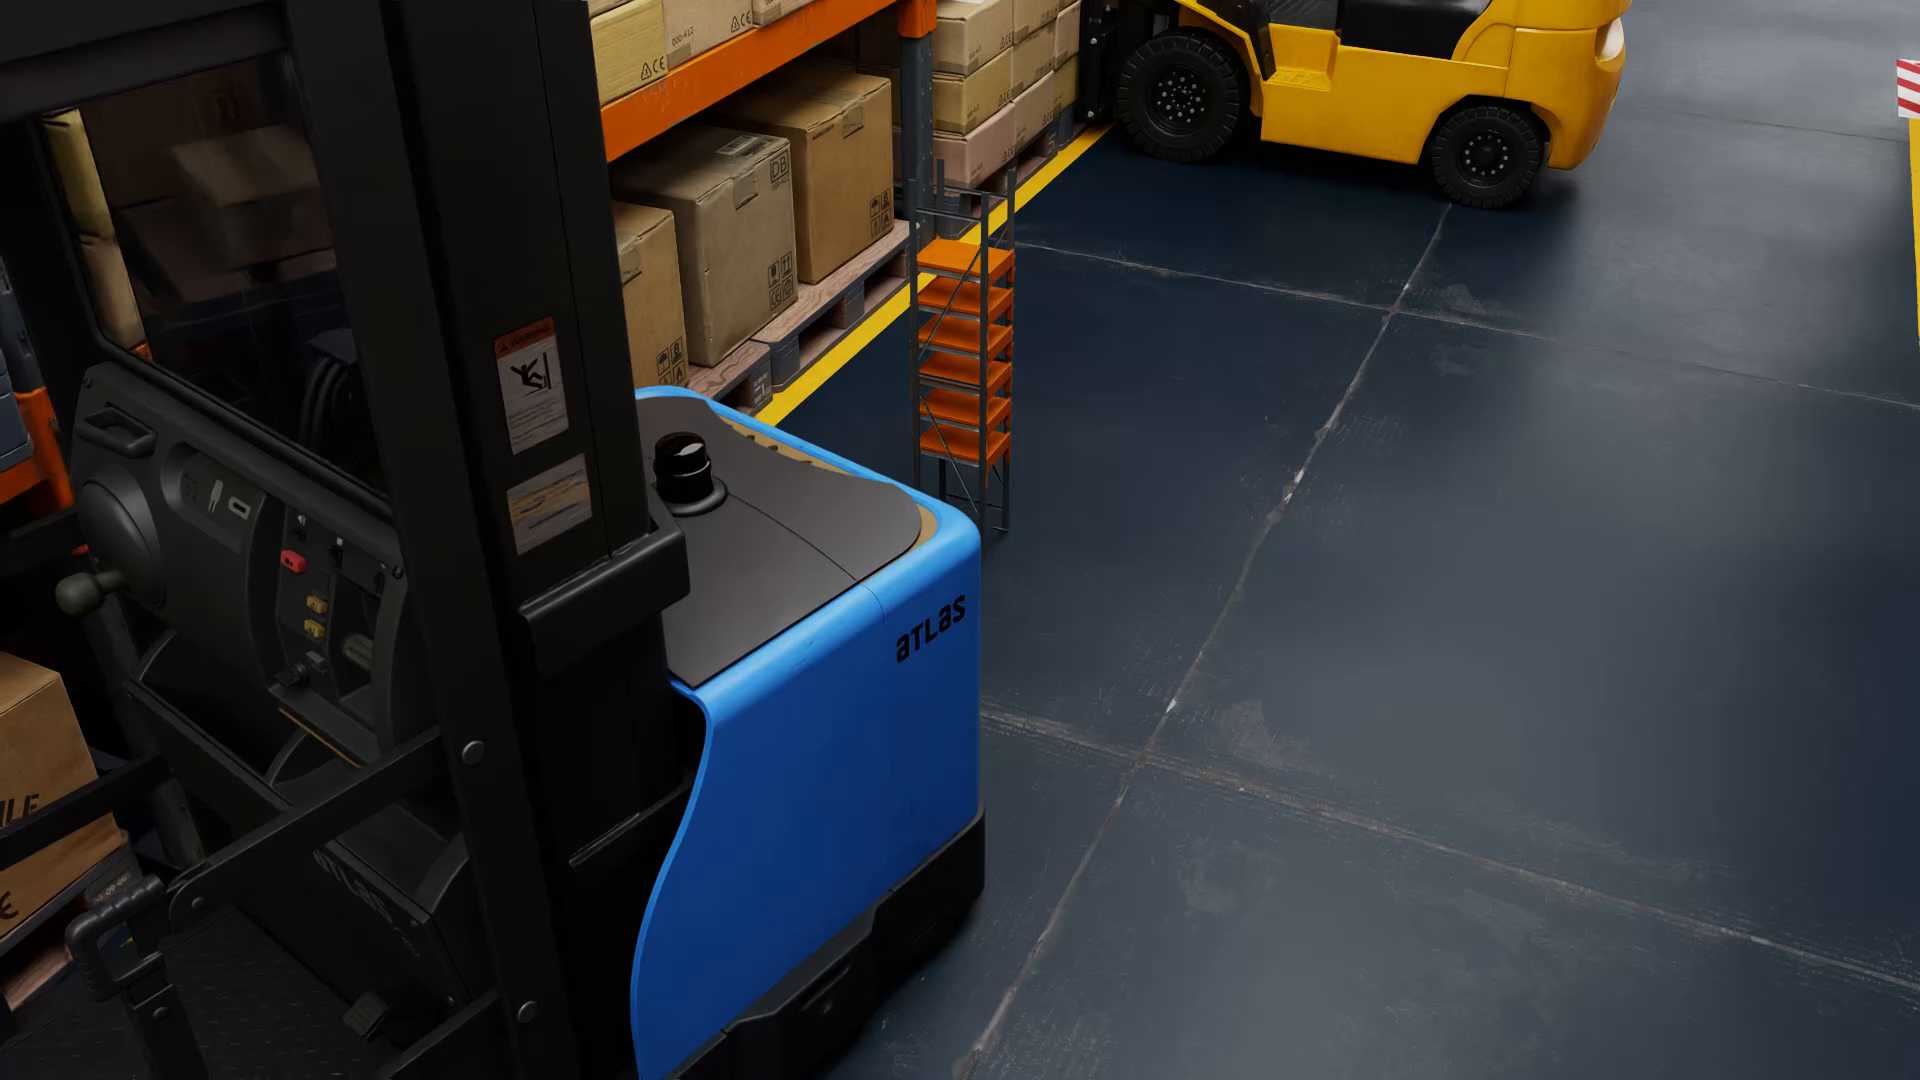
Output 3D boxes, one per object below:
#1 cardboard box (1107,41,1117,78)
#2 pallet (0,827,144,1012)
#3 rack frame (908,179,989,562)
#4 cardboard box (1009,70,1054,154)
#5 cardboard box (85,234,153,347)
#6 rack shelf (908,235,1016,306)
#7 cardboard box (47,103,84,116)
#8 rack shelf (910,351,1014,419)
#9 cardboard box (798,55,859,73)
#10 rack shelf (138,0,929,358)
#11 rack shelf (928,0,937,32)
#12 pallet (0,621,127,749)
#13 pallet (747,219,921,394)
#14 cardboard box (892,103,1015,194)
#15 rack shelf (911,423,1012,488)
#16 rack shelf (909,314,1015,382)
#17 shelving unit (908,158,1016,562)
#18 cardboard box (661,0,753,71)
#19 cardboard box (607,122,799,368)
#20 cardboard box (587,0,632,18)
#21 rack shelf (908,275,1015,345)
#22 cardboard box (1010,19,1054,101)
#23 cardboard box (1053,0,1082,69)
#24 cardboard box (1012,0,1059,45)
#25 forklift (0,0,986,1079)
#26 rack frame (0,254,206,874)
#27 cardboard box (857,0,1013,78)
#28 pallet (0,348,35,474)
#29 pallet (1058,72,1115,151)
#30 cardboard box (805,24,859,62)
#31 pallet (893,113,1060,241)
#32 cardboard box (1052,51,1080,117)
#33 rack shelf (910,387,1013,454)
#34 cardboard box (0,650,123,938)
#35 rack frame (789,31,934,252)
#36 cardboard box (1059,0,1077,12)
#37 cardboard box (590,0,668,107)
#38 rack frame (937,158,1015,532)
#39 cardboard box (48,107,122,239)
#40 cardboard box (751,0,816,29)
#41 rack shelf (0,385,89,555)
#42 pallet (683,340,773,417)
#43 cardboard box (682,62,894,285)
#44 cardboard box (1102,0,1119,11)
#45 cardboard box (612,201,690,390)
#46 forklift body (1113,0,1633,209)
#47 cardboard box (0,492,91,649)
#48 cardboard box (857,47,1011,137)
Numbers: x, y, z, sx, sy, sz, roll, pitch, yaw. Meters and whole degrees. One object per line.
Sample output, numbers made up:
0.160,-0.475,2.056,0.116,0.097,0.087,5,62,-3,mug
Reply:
0.544,-2.527,8.494,0.500,0.250,0.500,15,36,22,cardboard box
-2.609,0.949,3.610,1.003,0.211,1.213,14,36,20,pallet
-0.032,-0.463,4.862,0.240,1.200,0.006,14,36,20,rack frame
0.113,-2.020,7.719,0.500,0.250,0.500,13,36,19,cardboard box
-1.855,-0.682,3.692,0.500,0.250,0.500,14,36,21,cardboard box
0.006,-0.773,4.759,0.258,0.103,0.180,14,36,20,rack shelf
-1.861,-0.985,3.333,0.380,0.149,0.250,15,36,22,cardboard box
0.006,-0.472,4.956,0.258,0.103,0.180,14,36,20,rack shelf
-0.571,-2.097,7.381,0.500,0.250,0.500,13,36,19,cardboard box
-1.426,-1.276,5.116,1.077,0.370,4.000,14,36,20,rack shelf
0.248,-3.268,8.154,1.077,0.370,4.000,14,36,20,rack shelf
-1.882,0.185,4.776,1.003,0.211,1.213,14,36,20,pallet
-0.862,-1.030,6.629,1.003,0.211,1.213,14,36,20,pallet
-0.086,-1.763,7.328,0.500,0.250,0.500,15,36,21,cardboard box
0.006,-0.271,5.088,0.258,0.103,0.180,14,36,20,rack shelf
0.006,-0.572,4.891,0.258,0.103,0.180,14,36,20,rack shelf
0.006,-0.509,4.932,0.258,1.200,0.189,14,36,20,shelving unit
-1.003,-1.707,5.254,0.500,0.250,0.500,14,36,21,cardboard box
-1.129,-1.108,5.987,0.875,0.625,0.625,14,36,20,cardboard box
-1.218,-1.657,4.723,0.500,0.250,0.500,15,36,21,cardboard box
0.006,-0.673,4.825,0.258,0.103,0.180,14,36,20,rack shelf
0.103,-2.229,7.582,0.500,0.250,0.500,14,36,20,cardboard box
0.324,-2.476,7.960,0.500,0.250,0.500,14,36,20,cardboard box
0.122,-2.438,7.445,0.500,0.250,0.500,14,36,21,cardboard box
-1.270,0.079,2.456,1.130,2.935,3.031,24,40,32,forklift
-2.262,-0.580,3.399,1.000,3.000,0.127,14,36,20,rack frame
-0.101,-2.185,7.060,0.500,0.250,0.500,14,36,20,cardboard box
-2.482,-0.146,2.913,1.213,0.211,1.003,14,36,20,pallet
0.291,-2.403,8.722,1.003,0.211,1.213,14,36,20,pallet
-0.559,-2.306,7.244,0.500,0.250,0.500,15,36,21,cardboard box
-0.218,-1.793,7.792,1.003,0.211,1.213,14,36,20,pallet
0.314,-2.279,8.115,0.500,0.250,0.500,15,36,21,cardboard box
0.006,-0.371,5.022,0.258,0.103,0.180,14,36,20,rack shelf
-2.244,0.549,3.573,0.500,0.500,0.500,15,36,22,cardboard box
-0.589,-2.572,6.438,1.000,3.000,0.127,14,36,20,rack frame
0.319,-2.688,7.827,0.500,0.250,0.500,15,36,22,cardboard box
-1.212,-1.448,4.859,0.500,0.250,0.500,15,36,22,cardboard box
0.044,-0.555,5.001,0.240,1.200,0.006,14,36,20,rack frame
-1.832,-0.886,3.546,0.500,0.250,0.500,14,36,20,cardboard box
-0.767,-1.947,5.621,0.500,0.250,0.500,14,36,20,cardboard box
-3.099,0.717,2.078,1.077,0.370,4.000,14,36,20,rack shelf
-1.371,-0.421,5.699,1.003,0.211,1.213,14,36,20,pallet
-0.797,-1.493,6.573,0.875,0.625,0.625,16,36,23,cardboard box
0.536,-2.728,8.343,0.500,0.250,0.500,14,36,20,cardboard box
-1.441,-0.733,5.415,0.875,0.625,0.625,13,35,19,cardboard box
1.948,-2.847,7.630,2.313,2.155,1.214,14,36,20,forklift body
-1.989,-0.070,4.404,0.875,0.625,0.625,15,36,22,cardboard box
-0.106,-1.977,7.199,0.500,0.250,0.500,14,36,20,cardboard box
